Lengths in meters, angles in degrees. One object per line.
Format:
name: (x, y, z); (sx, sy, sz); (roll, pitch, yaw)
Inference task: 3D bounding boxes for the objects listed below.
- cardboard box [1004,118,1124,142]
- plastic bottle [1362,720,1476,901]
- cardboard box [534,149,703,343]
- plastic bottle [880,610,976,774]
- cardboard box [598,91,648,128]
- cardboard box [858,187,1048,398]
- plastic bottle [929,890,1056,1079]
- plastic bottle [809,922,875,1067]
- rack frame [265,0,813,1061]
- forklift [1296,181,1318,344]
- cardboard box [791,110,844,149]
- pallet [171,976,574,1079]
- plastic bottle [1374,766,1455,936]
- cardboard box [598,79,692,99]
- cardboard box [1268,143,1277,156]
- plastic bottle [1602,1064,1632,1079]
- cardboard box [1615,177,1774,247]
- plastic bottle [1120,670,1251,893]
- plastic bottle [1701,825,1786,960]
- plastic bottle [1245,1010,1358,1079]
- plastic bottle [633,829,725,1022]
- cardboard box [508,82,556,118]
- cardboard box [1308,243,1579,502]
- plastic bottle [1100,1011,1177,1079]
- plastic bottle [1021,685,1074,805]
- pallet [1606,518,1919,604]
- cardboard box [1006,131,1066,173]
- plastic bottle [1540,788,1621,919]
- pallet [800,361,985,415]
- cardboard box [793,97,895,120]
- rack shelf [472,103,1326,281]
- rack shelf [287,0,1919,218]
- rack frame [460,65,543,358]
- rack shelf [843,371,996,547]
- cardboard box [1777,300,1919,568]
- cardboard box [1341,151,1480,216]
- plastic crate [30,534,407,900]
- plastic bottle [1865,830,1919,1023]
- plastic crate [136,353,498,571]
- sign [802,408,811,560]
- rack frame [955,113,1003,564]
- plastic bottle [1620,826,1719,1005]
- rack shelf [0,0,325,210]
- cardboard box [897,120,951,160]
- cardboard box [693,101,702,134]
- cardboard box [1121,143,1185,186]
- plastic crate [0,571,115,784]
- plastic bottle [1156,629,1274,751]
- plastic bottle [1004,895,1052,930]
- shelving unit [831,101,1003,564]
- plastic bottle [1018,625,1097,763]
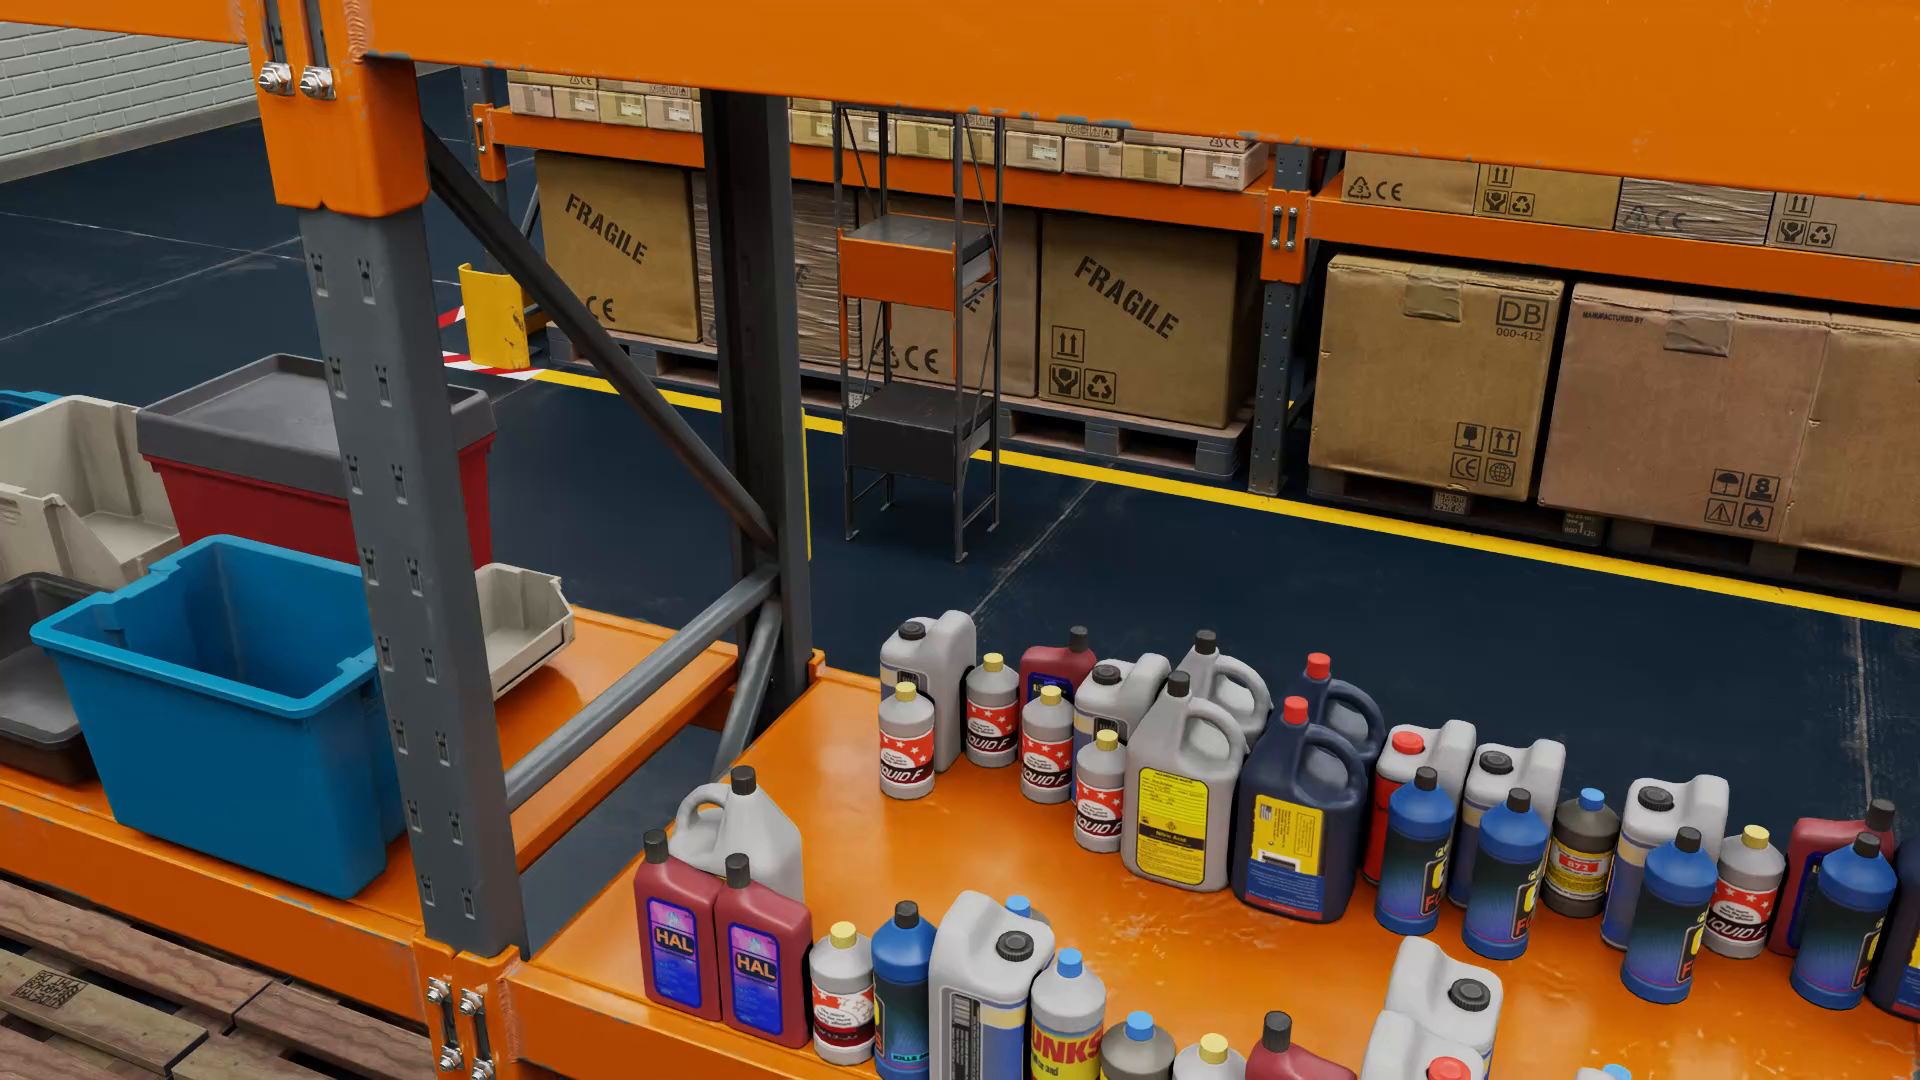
cardboard box: (0.517, -1.870, 6.986); (0.500, 0.250, 0.500); (12, 29, 23)
plastic bottle: (0.733, 0.413, 2.655); (0.135, 0.276, 0.152); (11, 28, 22)
cardboard box: (-1.526, -1.617, 8.568); (0.875, 0.875, 0.875); (11, 28, 22)
plastic bottle: (-0.058, 0.254, 2.978); (0.135, 0.276, 0.152); (11, 28, 22)
cardboard box: (-1.488, -2.063, 7.829); (0.250, 0.149, 0.380); (11, 28, 21)
cardboard box: (0.113, -1.288, 7.900); (0.875, 0.875, 0.875); (11, 28, 22)
plastic bottle: (0.046, 0.617, 2.242); (0.135, 0.276, 0.152); (11, 28, 22)
plastic bottle: (-0.160, 0.622, 2.315); (0.097, 0.201, 0.097); (0, 26, 0)
rack frame: (-0.549, 0.255, 2.836); (0.053, 2.616, 0.949); (11, 28, 22)
forklift: (2.500, -2.410, 8.327); (3.031, 2.935, 1.130); (10, 28, 19)
cardboard box: (-0.554, -1.875, 7.448); (0.250, 0.149, 0.380); (11, 28, 21)
pallet: (-1.236, 1.389, 3.691); (1.213, 0.211, 1.003); (11, 28, 22)
plastic bottle: (0.699, 0.469, 2.548); (0.097, 0.271, 0.097); (0, 26, 0)
cardboard box: (-1.341, -2.244, 7.745); (0.500, 0.250, 0.500); (11, 28, 21)
cardboard box: (1.368, -1.810, 7.315); (0.250, 0.149, 0.380); (11, 28, 22)
plastic bottle: (0.802, 0.741, 2.073); (0.097, 0.201, 0.097); (0, 26, 0)
cardboard box: (2.728, -1.412, 6.109); (0.500, 0.500, 0.500); (11, 28, 21)
plastic bottle: (0.362, 0.373, 2.652); (0.185, 0.351, 0.144); (11, 28, 22)
plastic bottle: (1.184, 0.524, 2.515); (0.097, 0.201, 0.097); (0, 26, 0)
plastic bottle: (0.415, 0.710, 2.045); (0.133, 0.283, 0.061); (11, 28, 22)
plastic bottle: (-0.394, 0.547, 2.375); (0.133, 0.283, 0.061); (11, 28, 22)
cardboard box: (-1.955, -2.156, 8.018); (0.250, 0.149, 0.380); (12, 29, 22)
cardboard box: (2.090, -0.861, 7.034); (0.875, 0.875, 1.225); (11, 28, 22)
plastic bottle: (0.229, 0.700, 2.157); (0.097, 0.201, 0.097); (0, 26, 0)
plastic bottle: (0.155, 0.347, 2.875); (0.097, 0.201, 0.097); (0, 26, 0)
pallet: (3.348, -0.151, 6.817); (1.213, 0.211, 1.003); (11, 28, 22)
cardboard box: (0.384, -1.687, 7.066); (0.250, 0.149, 0.380); (12, 29, 23)
plastic bottle: (0.973, 0.481, 2.601); (0.097, 0.201, 0.097); (0, 26, 0)
pallet: (-0.275, -0.877, 8.292); (1.213, 0.211, 1.003); (11, 28, 22)
cardboard box: (-0.408, -2.057, 7.366); (0.500, 0.250, 0.500); (11, 28, 21)
rack shelf: (-0.321, -1.778, 7.780); (4.000, 0.370, 1.077); (11, 28, 22)
rack shelf: (1.270, -0.401, 1.587); (4.000, 0.370, 1.077); (11, 28, 22)
rack frame: (-2.142, -2.467, 8.364); (0.127, 3.000, 1.000); (11, 28, 22)
rack shelf: (-0.151, -0.332, 6.663); (0.480, 0.518, 0.431); (11, 28, 22)
cardboard box: (3.713, -0.540, 6.380); (0.875, 0.875, 1.225); (11, 28, 22)
cardboard box: (1.815, -1.595, 6.481); (0.500, 0.500, 0.500); (11, 28, 22)
plastic crate: (-1.117, 0.288, 2.718); (0.575, 0.384, 0.392); (11, 28, 22)
plastic bottle: (1.424, 0.516, 2.361); (0.185, 0.351, 0.144); (11, 28, 22)
plastic crate: (-1.260, -0.063, 3.342); (0.583, 0.464, 0.402); (11, 28, 22)
sign: (-0.321, -0.089, 3.221); (0.005, 0.325, 0.100); (11, 28, 22)
rack frame: (0.071, -0.928, 6.257); (0.015, 2.100, 0.400); (11, 28, 22)
plastic bottle: (1.032, 0.536, 2.412); (0.097, 0.271, 0.097); (0, 26, 0)
rack shelf: (-2.371, -1.132, 3.072); (4.000, 0.370, 1.077); (11, 28, 22)
cardboard box: (-0.084, -1.781, 7.256); (0.250, 0.149, 0.380); (11, 28, 21)
cardboard box: (-1.019, -1.969, 7.638); (0.250, 0.149, 0.380); (11, 28, 21)
cardboard box: (0.851, -1.594, 6.875); (0.250, 0.149, 0.380); (12, 29, 23)
plastic crate: (-1.681, 0.256, 3.077); (0.590, 0.125, 0.437); (11, 28, 22)
plastic bottle: (0.421, 0.315, 2.770); (0.185, 0.351, 0.144); (11, 28, 22)
plastic bottle: (0.081, 0.597, 2.367); (0.097, 0.201, 0.097); (0, 26, 0)
shelving unit: (-0.151, -0.972, 6.348); (0.503, 2.100, 0.431); (11, 28, 22)
plastic bottle: (0.171, 0.275, 2.928); (0.133, 0.283, 0.061); (11, 28, 22)
